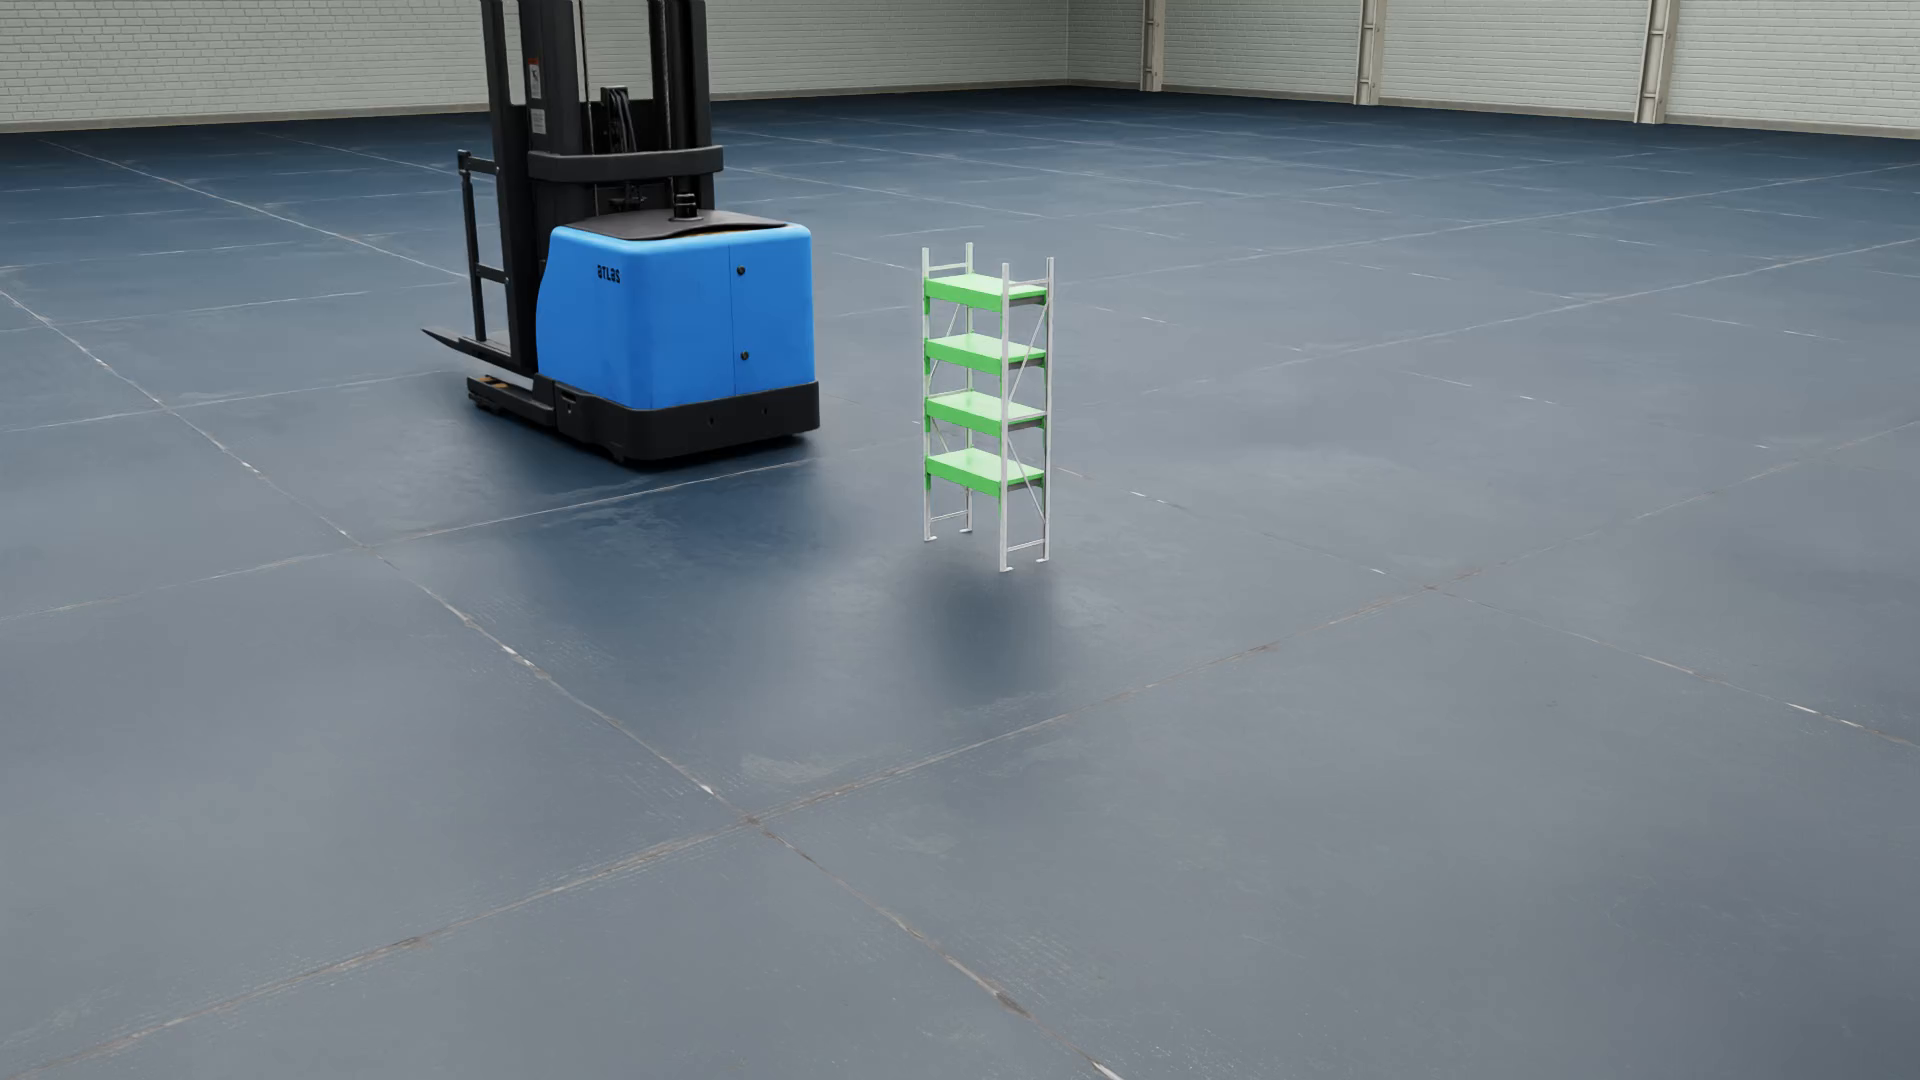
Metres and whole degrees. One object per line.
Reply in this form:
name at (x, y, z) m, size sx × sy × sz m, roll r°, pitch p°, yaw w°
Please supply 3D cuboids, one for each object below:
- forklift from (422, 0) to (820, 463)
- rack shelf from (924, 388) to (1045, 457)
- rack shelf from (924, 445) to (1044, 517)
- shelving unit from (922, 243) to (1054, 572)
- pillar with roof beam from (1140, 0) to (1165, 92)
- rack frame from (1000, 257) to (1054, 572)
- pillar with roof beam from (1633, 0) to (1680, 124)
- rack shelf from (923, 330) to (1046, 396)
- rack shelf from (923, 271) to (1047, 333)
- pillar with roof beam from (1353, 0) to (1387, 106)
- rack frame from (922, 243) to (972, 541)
forklift at (-2.024, -2.152, 8.700) m, size 1.130 × 2.935 × 3.031 m, roll -14°, pitch 23°, yaw -37°
rack shelf at (0.103, -0.468, 6.571) m, size 0.258 × 0.148 × 0.480 m, roll -14°, pitch 23°, yaw -36°
rack shelf at (0.103, -0.240, 6.646) m, size 0.258 × 0.148 × 0.480 m, roll -14°, pitch 23°, yaw -36°
shelving unit at (0.103, -0.529, 6.551) m, size 0.258 × 1.200 × 0.503 m, roll -14°, pitch 23°, yaw -36°
pillar with roof beam at (0.905, -13.491, 33.290) m, size 9.100 × 9.000 × 0.400 m, roll -14°, pitch 23°, yaw -36°
rack frame at (0.254, -0.469, 6.369) m, size 0.240 × 1.200 × 0.015 m, roll -14°, pitch 23°, yaw -36°
pillar with roof beam at (8.355, -10.534, 24.361) m, size 9.100 × 9.000 × 0.400 m, roll -14°, pitch 23°, yaw -36°
rack shelf at (0.103, -0.696, 6.495) m, size 0.258 × 0.148 × 0.480 m, roll -14°, pitch 23°, yaw -36°
rack shelf at (0.103, -0.924, 6.420) m, size 0.258 × 0.148 × 0.480 m, roll -14°, pitch 23°, yaw -36°
pillar with roof beam at (4.630, -12.013, 28.826) m, size 9.100 × 9.000 × 0.400 m, roll -14°, pitch 23°, yaw -36°
rack frame at (-0.049, -0.589, 6.732) m, size 0.240 × 1.200 × 0.015 m, roll -14°, pitch 23°, yaw -36°
